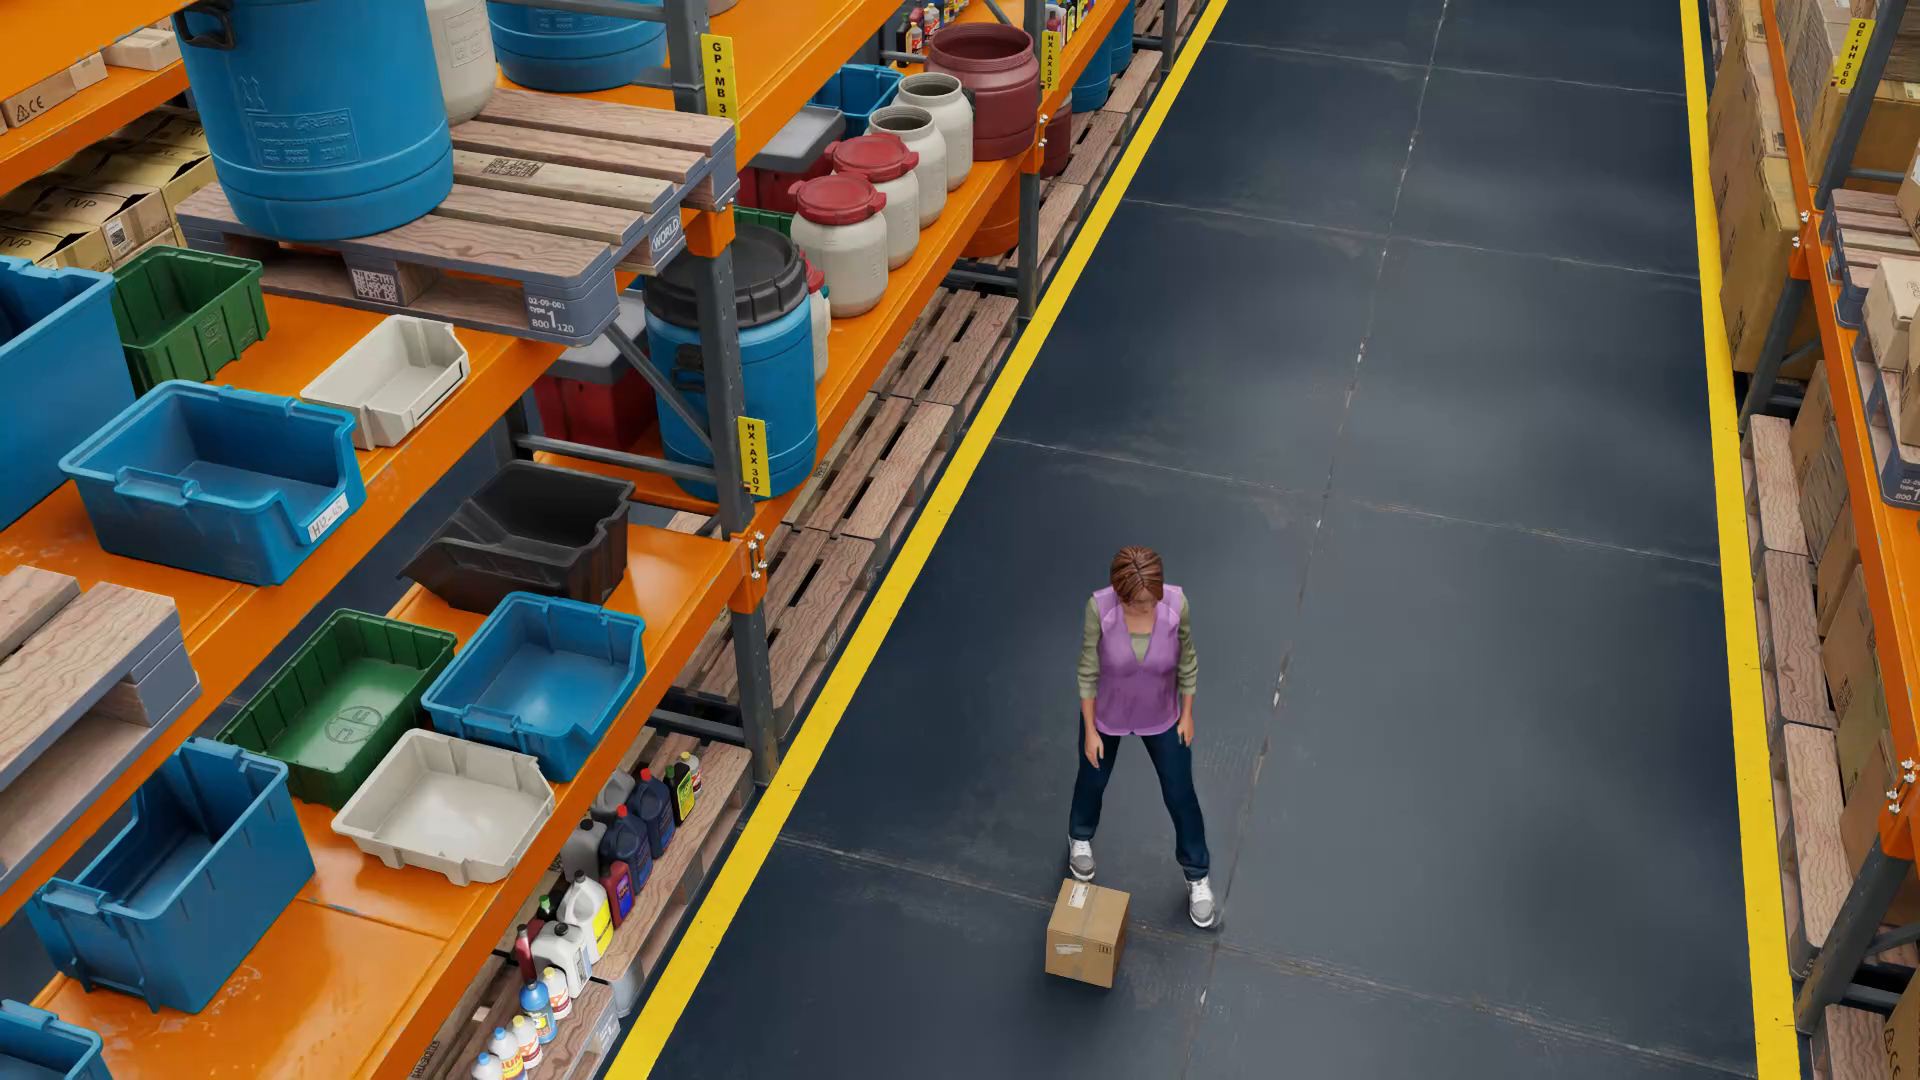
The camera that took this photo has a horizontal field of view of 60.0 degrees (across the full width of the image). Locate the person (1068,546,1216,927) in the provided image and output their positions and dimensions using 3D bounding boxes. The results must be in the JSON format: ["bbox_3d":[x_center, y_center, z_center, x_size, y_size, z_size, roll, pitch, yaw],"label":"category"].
[{"bbox_3d":[0.696,0.682,5.995,0.565,1.588,0.502,1,38,2],"label":"person"}]
